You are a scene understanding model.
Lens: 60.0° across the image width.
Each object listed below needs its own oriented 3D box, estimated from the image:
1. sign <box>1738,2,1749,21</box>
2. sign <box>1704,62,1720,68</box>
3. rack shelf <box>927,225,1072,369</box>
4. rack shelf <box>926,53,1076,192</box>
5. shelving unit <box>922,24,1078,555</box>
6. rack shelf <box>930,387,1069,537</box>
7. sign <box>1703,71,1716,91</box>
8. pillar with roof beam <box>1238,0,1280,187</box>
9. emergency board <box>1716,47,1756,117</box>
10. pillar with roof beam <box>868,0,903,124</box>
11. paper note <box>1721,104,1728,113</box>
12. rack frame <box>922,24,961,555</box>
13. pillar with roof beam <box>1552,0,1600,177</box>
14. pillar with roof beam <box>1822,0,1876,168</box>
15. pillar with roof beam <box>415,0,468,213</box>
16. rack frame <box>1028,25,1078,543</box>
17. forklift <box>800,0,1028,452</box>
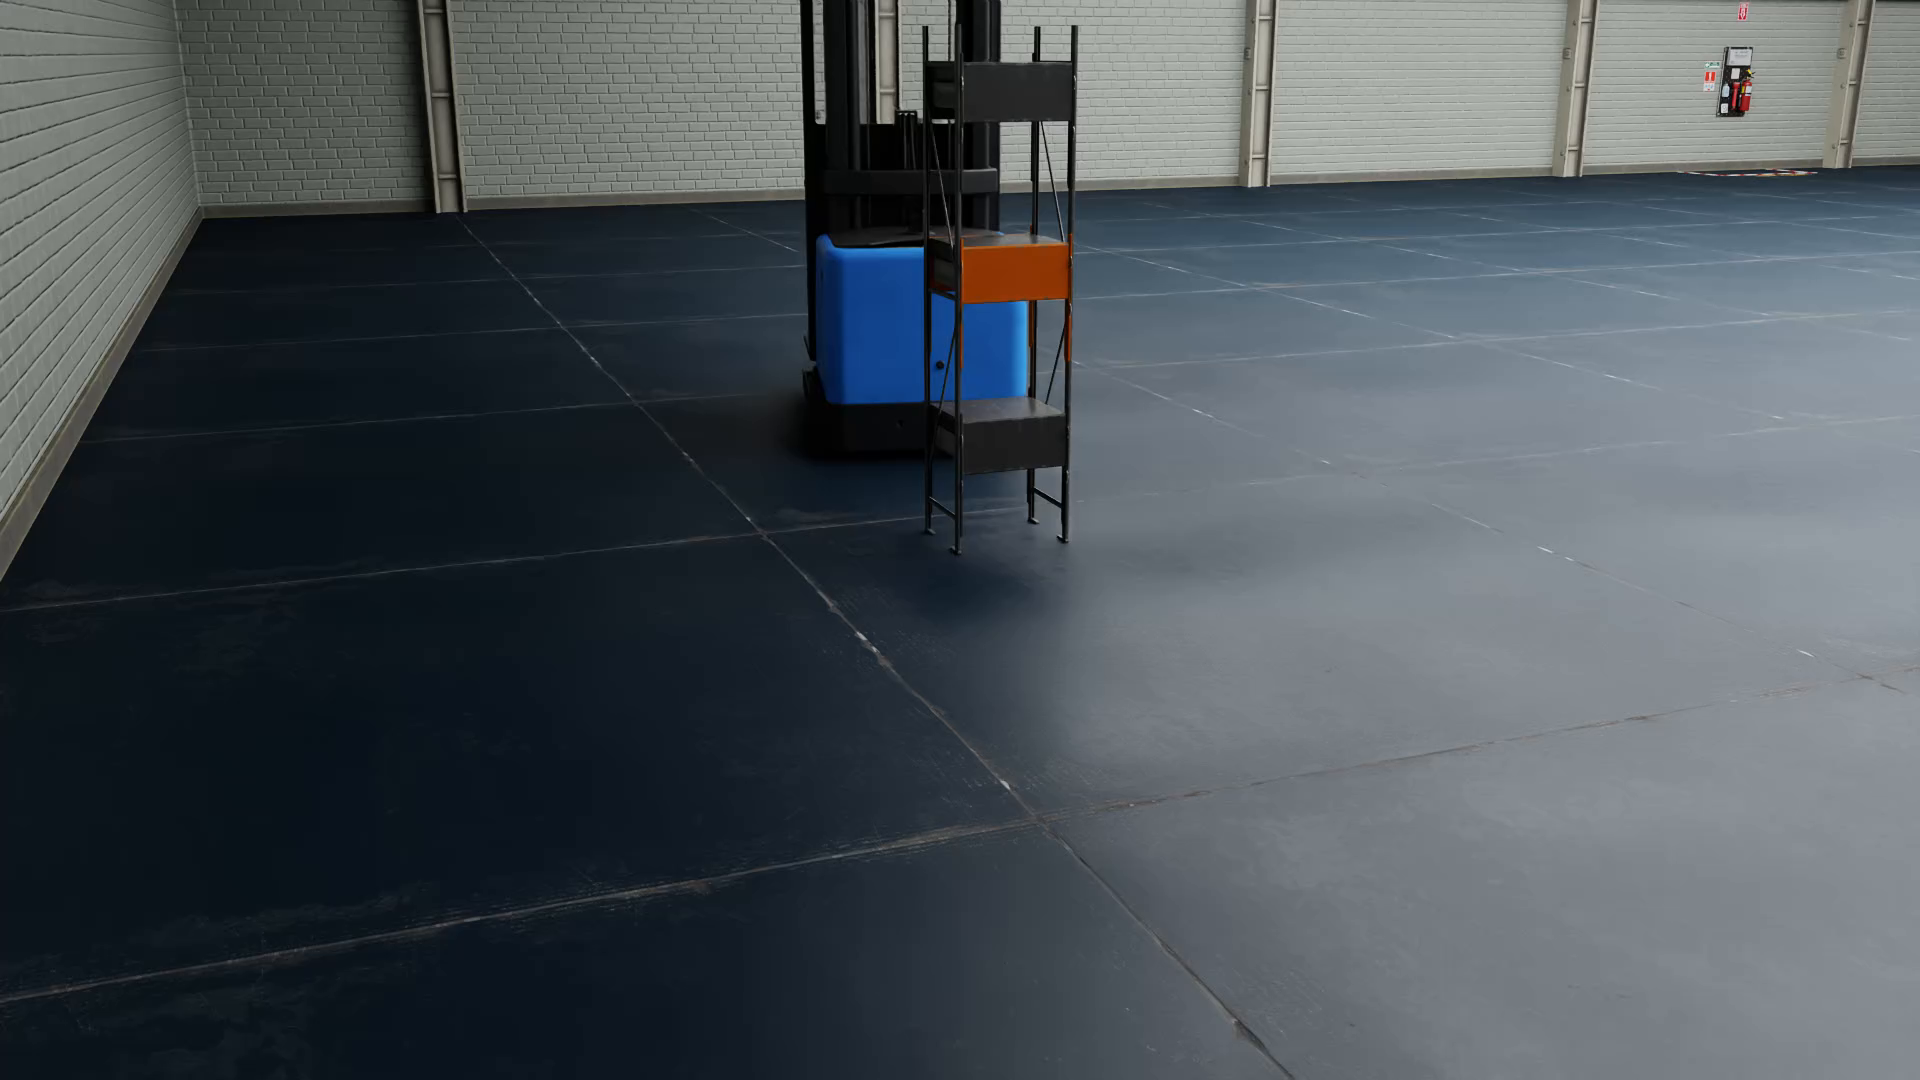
[{"bbox_3d":[13.403,-9.044,28.457,0.199,0.298,0.001,-6,17,-20],"label":"sign"},{"bbox_3d":[12.900,-8.147,28.514,0.331,0.109,0.001,-6,17,-20],"label":"sign"},{"bbox_3d":[0.155,-1.011,6.863,0.480,0.518,0.431,-6,17,-20],"label":"rack shelf"},{"bbox_3d":[0.155,-1.683,6.666,0.480,0.518,0.431,-6,17,-20],"label":"rack shelf"},{"bbox_3d":[0.155,-1.024,6.859,0.503,2.100,0.431,-6,17,-20],"label":"shelving unit"},{"bbox_3d":[0.155,-0.339,7.060,0.480,0.518,0.431,-6,17,-20],"label":"rack shelf"},{"bbox_3d":[12.893,-7.895,28.595,0.234,0.329,0.001,-6,17,-20],"label":"sign"},{"bbox_3d":[6.102,-8.681,20.689,0.400,9.000,9.100,-6,17,-20],"label":"pillar with roof beam"},{"bbox_3d":[13.446,-7.906,28.698,0.643,1.169,0.194,-6,17,-20],"label":"emergency board"},{"bbox_3d":[0.499,-8.076,18.630,0.400,9.000,9.100,-6,17,-20],"label":"pillar with roof beam"},{"bbox_3d":[13.256,-7.484,28.823,0.142,0.148,0.016,-6,17,-20],"label":"paper note"},{"bbox_3d":[-0.073,-1.000,6.775,0.015,2.100,0.400,-6,17,-20],"label":"rack frame"},{"bbox_3d":[11.705,-9.286,22.749,0.400,9.000,9.100,-6,17,-20],"label":"pillar with roof beam"},{"bbox_3d":[17.308,-9.891,24.809,0.400,9.000,9.100,-6,17,-20],"label":"pillar with roof beam"},{"bbox_3d":[-5.103,-7.471,16.570,0.400,9.000,9.100,-6,17,-20],"label":"pillar with roof beam"},{"bbox_3d":[0.382,-1.049,6.943,0.015,2.100,0.400,-6,17,-20],"label":"rack frame"},{"bbox_3d":[-0.354,-2.219,9.452,1.130,2.935,3.031,-2,17,-7],"label":"forklift"}]
